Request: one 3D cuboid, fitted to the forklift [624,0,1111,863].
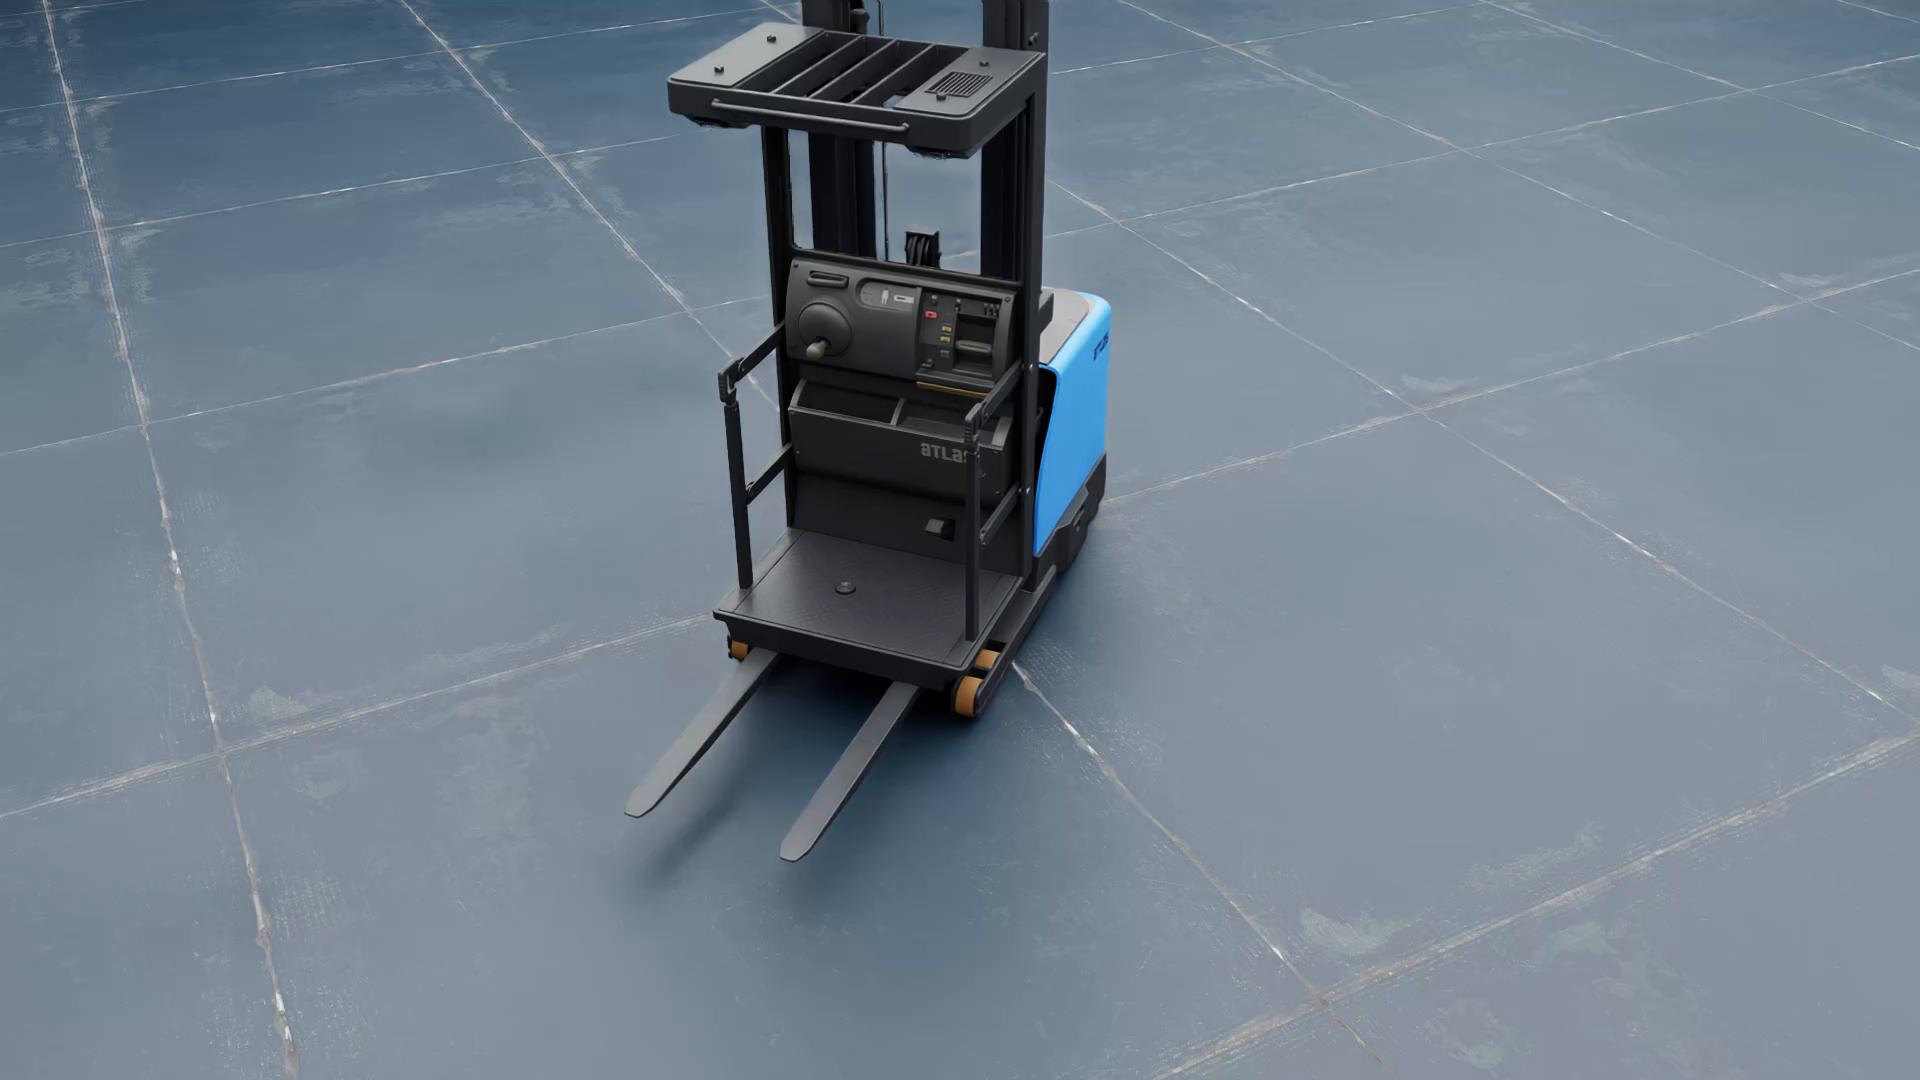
[{"bbox_3d":[-0.317,-0.781,6.253,1.130,2.935,3.031,12,35,18],"label":"forklift"}]
